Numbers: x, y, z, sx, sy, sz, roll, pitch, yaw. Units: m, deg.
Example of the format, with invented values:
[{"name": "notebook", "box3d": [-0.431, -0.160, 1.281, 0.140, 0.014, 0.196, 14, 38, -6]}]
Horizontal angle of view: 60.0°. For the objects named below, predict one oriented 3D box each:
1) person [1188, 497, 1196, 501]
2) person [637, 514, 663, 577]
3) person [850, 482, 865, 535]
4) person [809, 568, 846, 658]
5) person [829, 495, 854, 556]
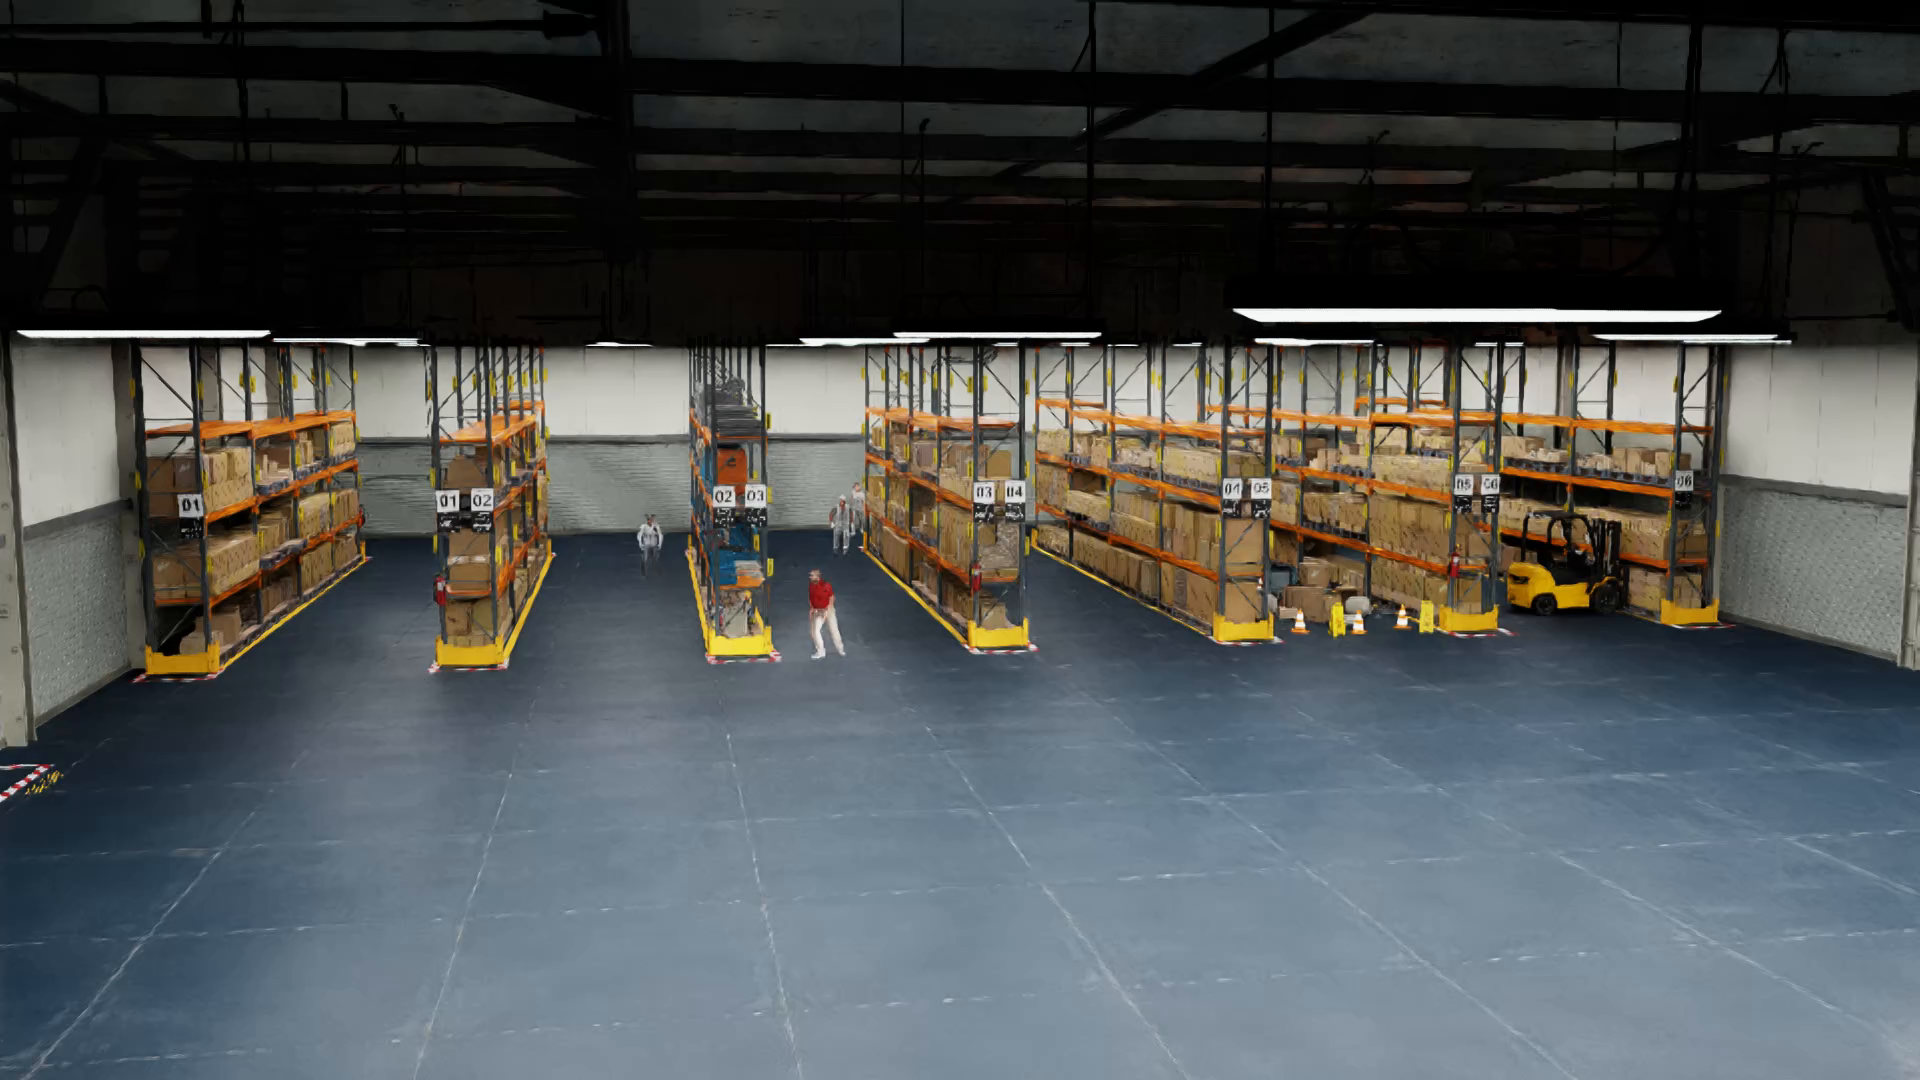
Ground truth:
[{"name": "person", "box3d": [7.670, -1.267, 53.528, 0.646, 1.794, 0.530, 6, 9, 42]}, {"name": "person", "box3d": [-7.807, 0.123, 41.910, 0.639, 1.632, 0.512, -1, 7, -13]}, {"name": "person", "box3d": [-3.166, -0.992, 51.563, 0.461, 1.622, 0.926, 1, 7, 5]}, {"name": "person", "box3d": [-2.499, 1.346, 30.964, 0.653, 1.683, 0.676, 3, 7, 27]}, {"name": "person", "box3d": [-3.263, -0.394, 45.943, 0.677, 1.742, 0.552, -1, 7, -12]}]
